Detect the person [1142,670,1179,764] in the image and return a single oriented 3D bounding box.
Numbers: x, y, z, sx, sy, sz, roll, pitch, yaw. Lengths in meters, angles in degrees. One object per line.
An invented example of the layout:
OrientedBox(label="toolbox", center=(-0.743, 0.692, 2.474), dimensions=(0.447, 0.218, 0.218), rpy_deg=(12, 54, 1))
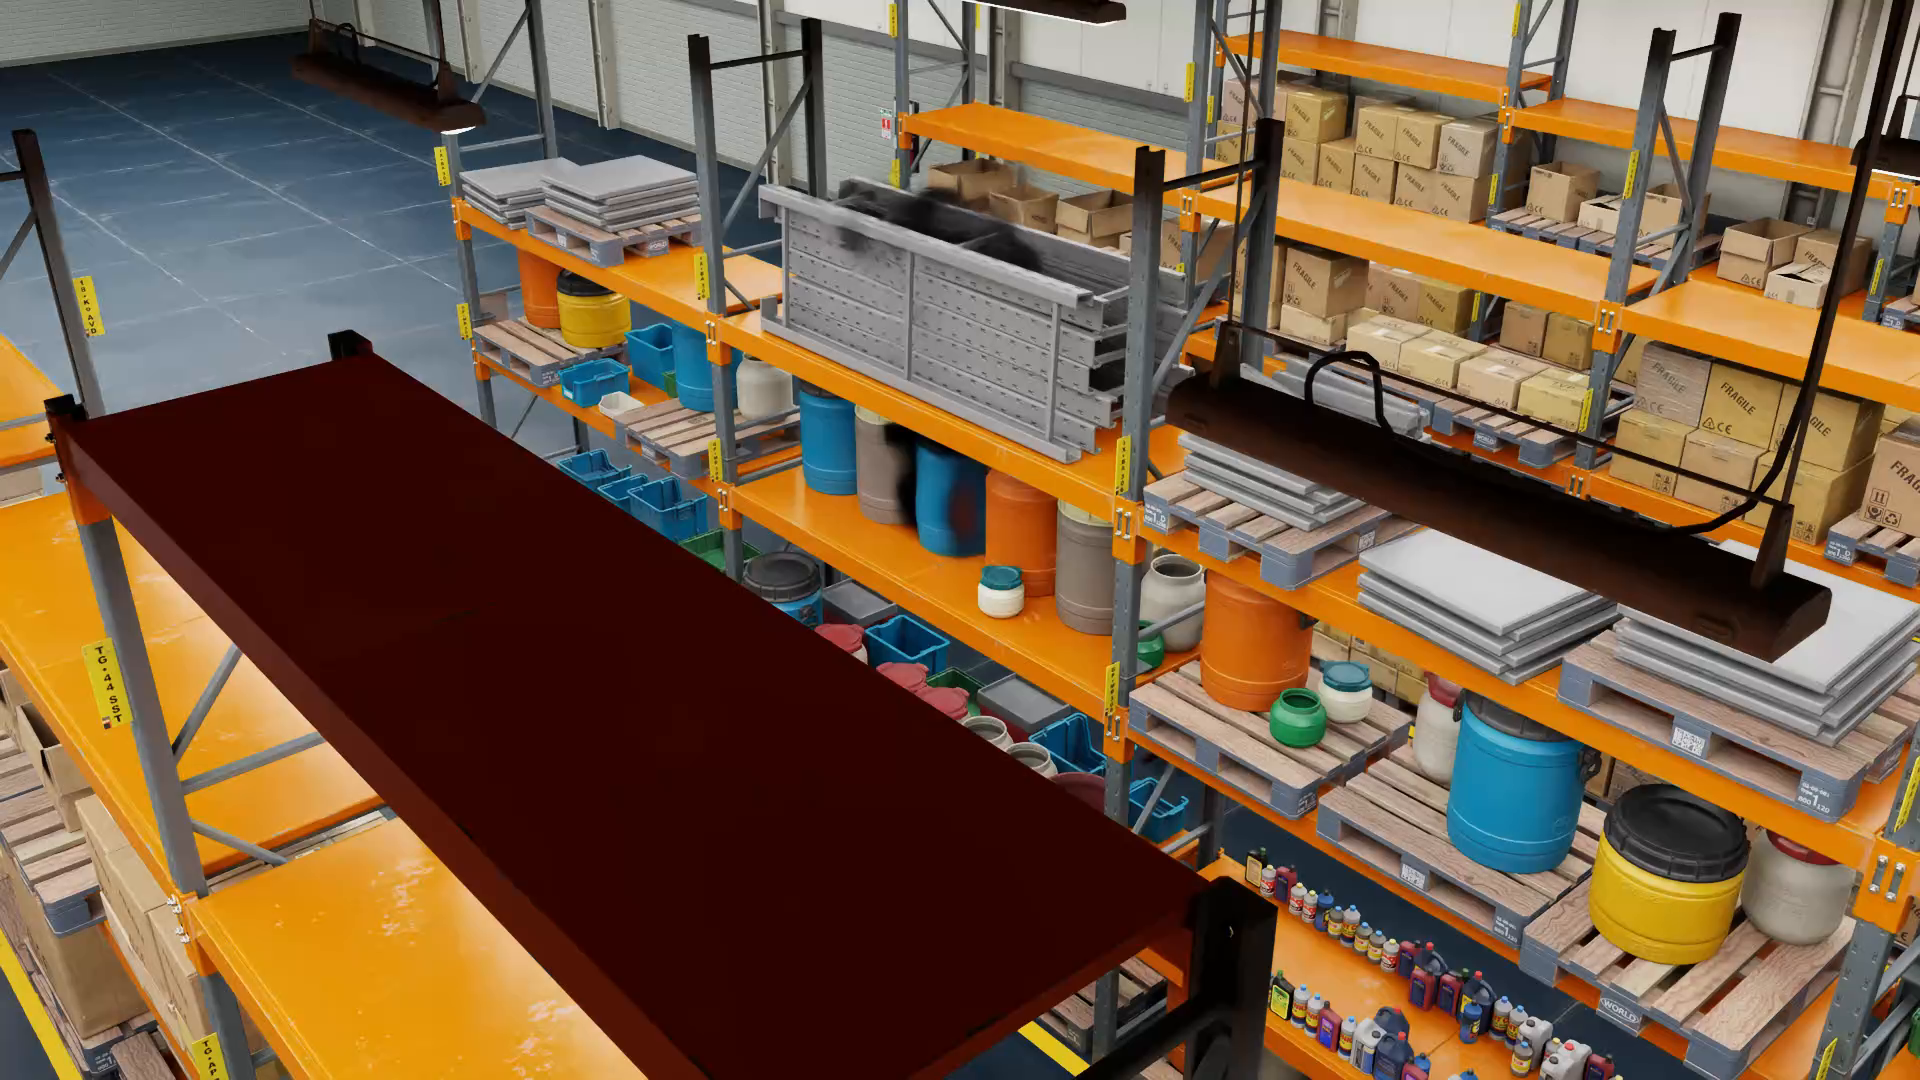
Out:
OrientedBox(label="person", center=(1.715, 1.053, 13.146), dimensions=(0.714, 1.785, 0.614), rpy_deg=(23, 35, 38))
